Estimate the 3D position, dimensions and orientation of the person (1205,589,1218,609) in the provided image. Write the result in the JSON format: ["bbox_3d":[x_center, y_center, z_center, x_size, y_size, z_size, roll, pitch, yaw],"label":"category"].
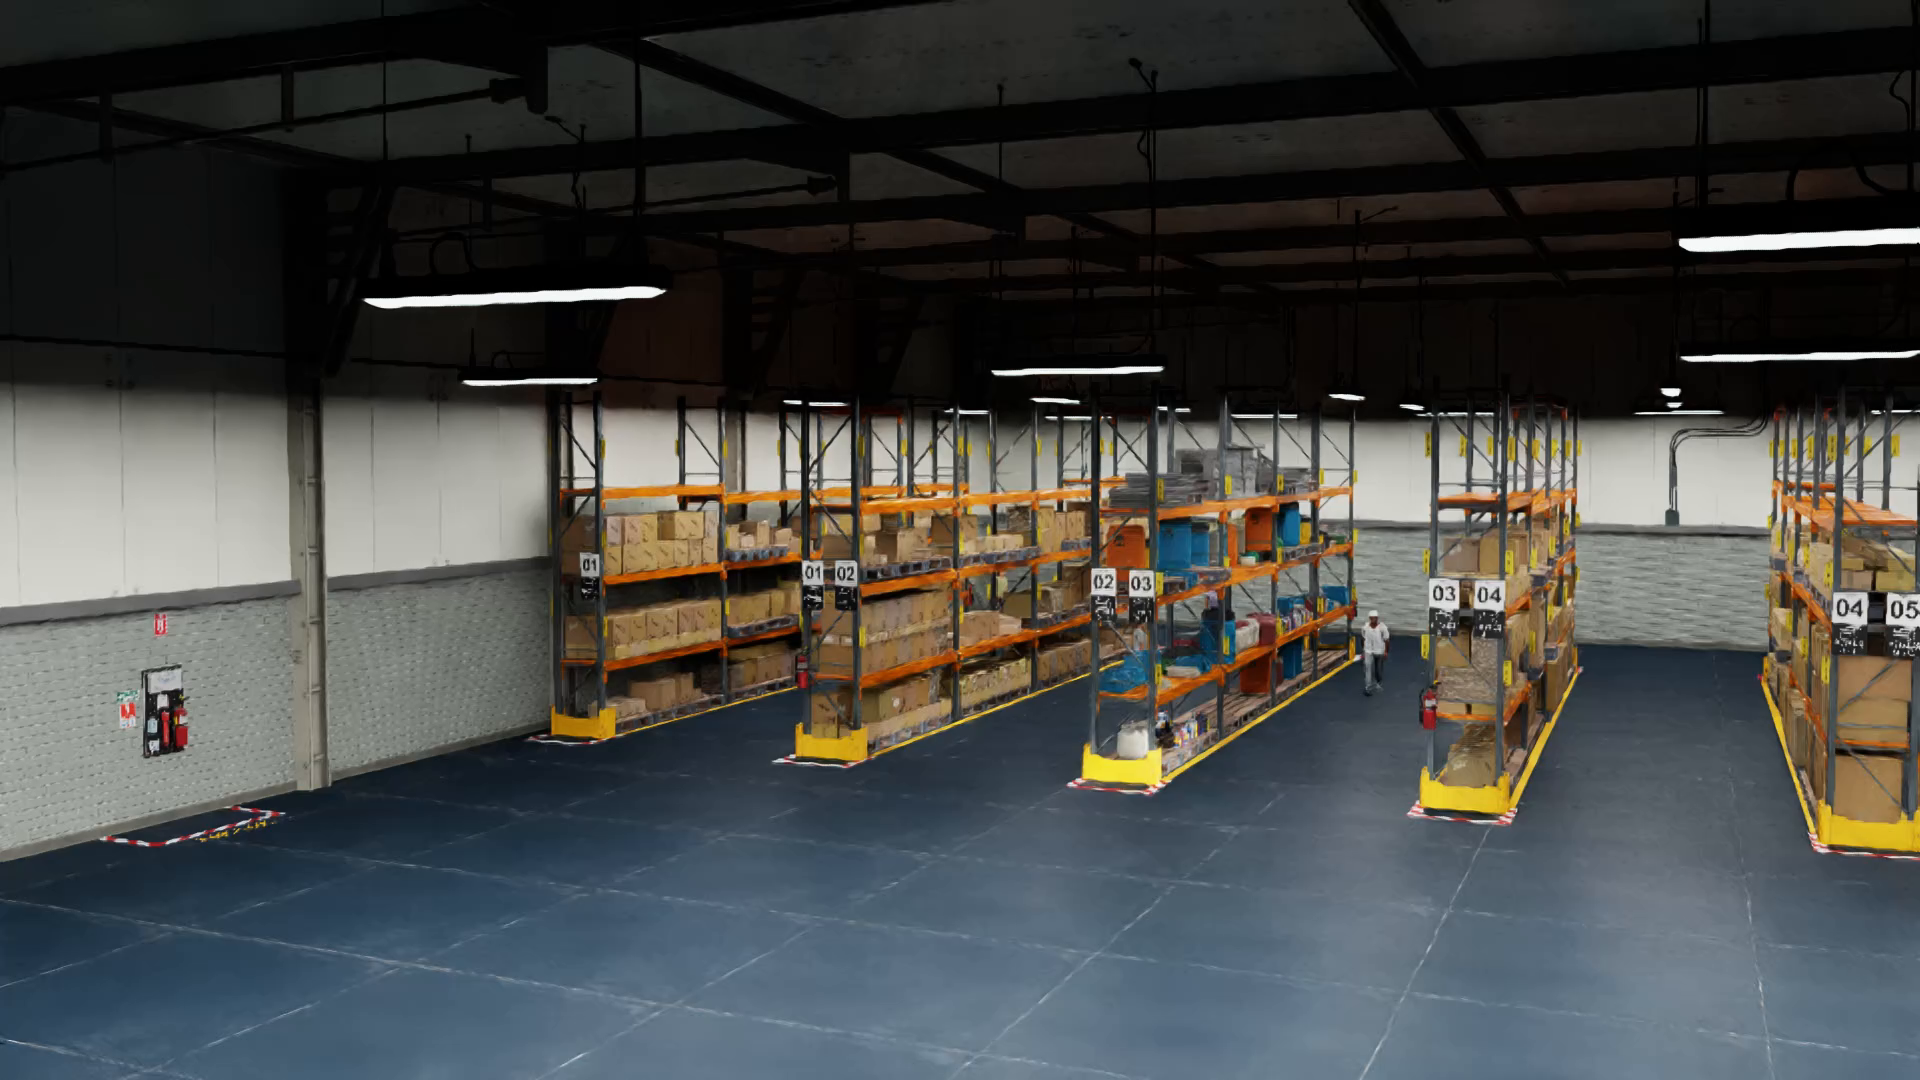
[{"bbox_3d":[6.655,1.822,43.106,0.625,1.574,0.503,1,3,21],"label":"person"}]

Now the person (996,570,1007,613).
[{"bbox_3d":[1.038,1.579,47.207,0.615,1.650,0.504,-1,3,-15],"label":"person"}]

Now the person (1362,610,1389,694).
[{"bbox_3d":[8.474,2.270,33.967,0.591,1.716,1.042,1,3,22],"label":"person"}]

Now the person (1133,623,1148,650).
[{"bbox_3d":[3.619,2.346,33.068,0.441,1.633,0.496,0,3,-5],"label":"person"}]
